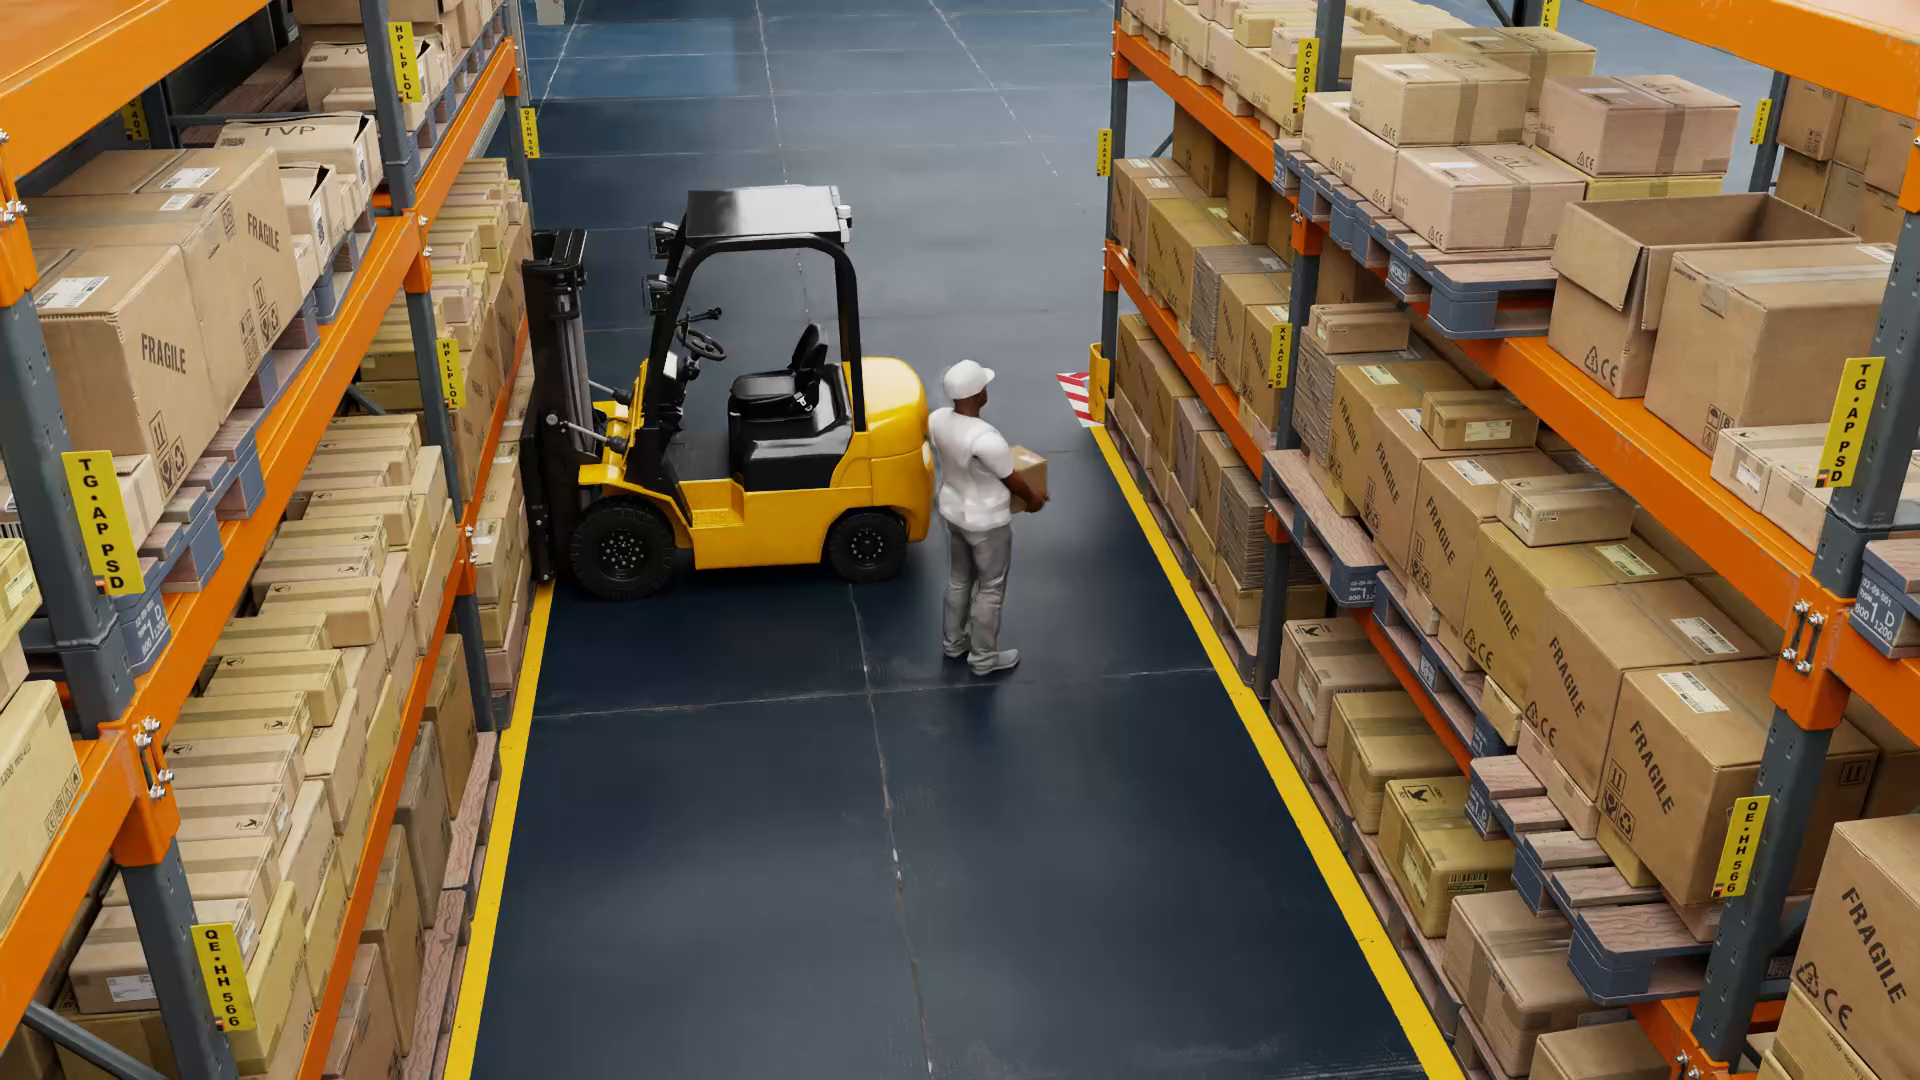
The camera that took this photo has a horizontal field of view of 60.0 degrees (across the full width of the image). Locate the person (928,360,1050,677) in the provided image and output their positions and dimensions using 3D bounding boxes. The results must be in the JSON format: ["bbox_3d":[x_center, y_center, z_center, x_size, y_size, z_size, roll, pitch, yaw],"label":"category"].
[{"bbox_3d":[0.162,-0.153,8.893,0.575,1.767,0.510,-18,32,-31],"label":"person"}]
